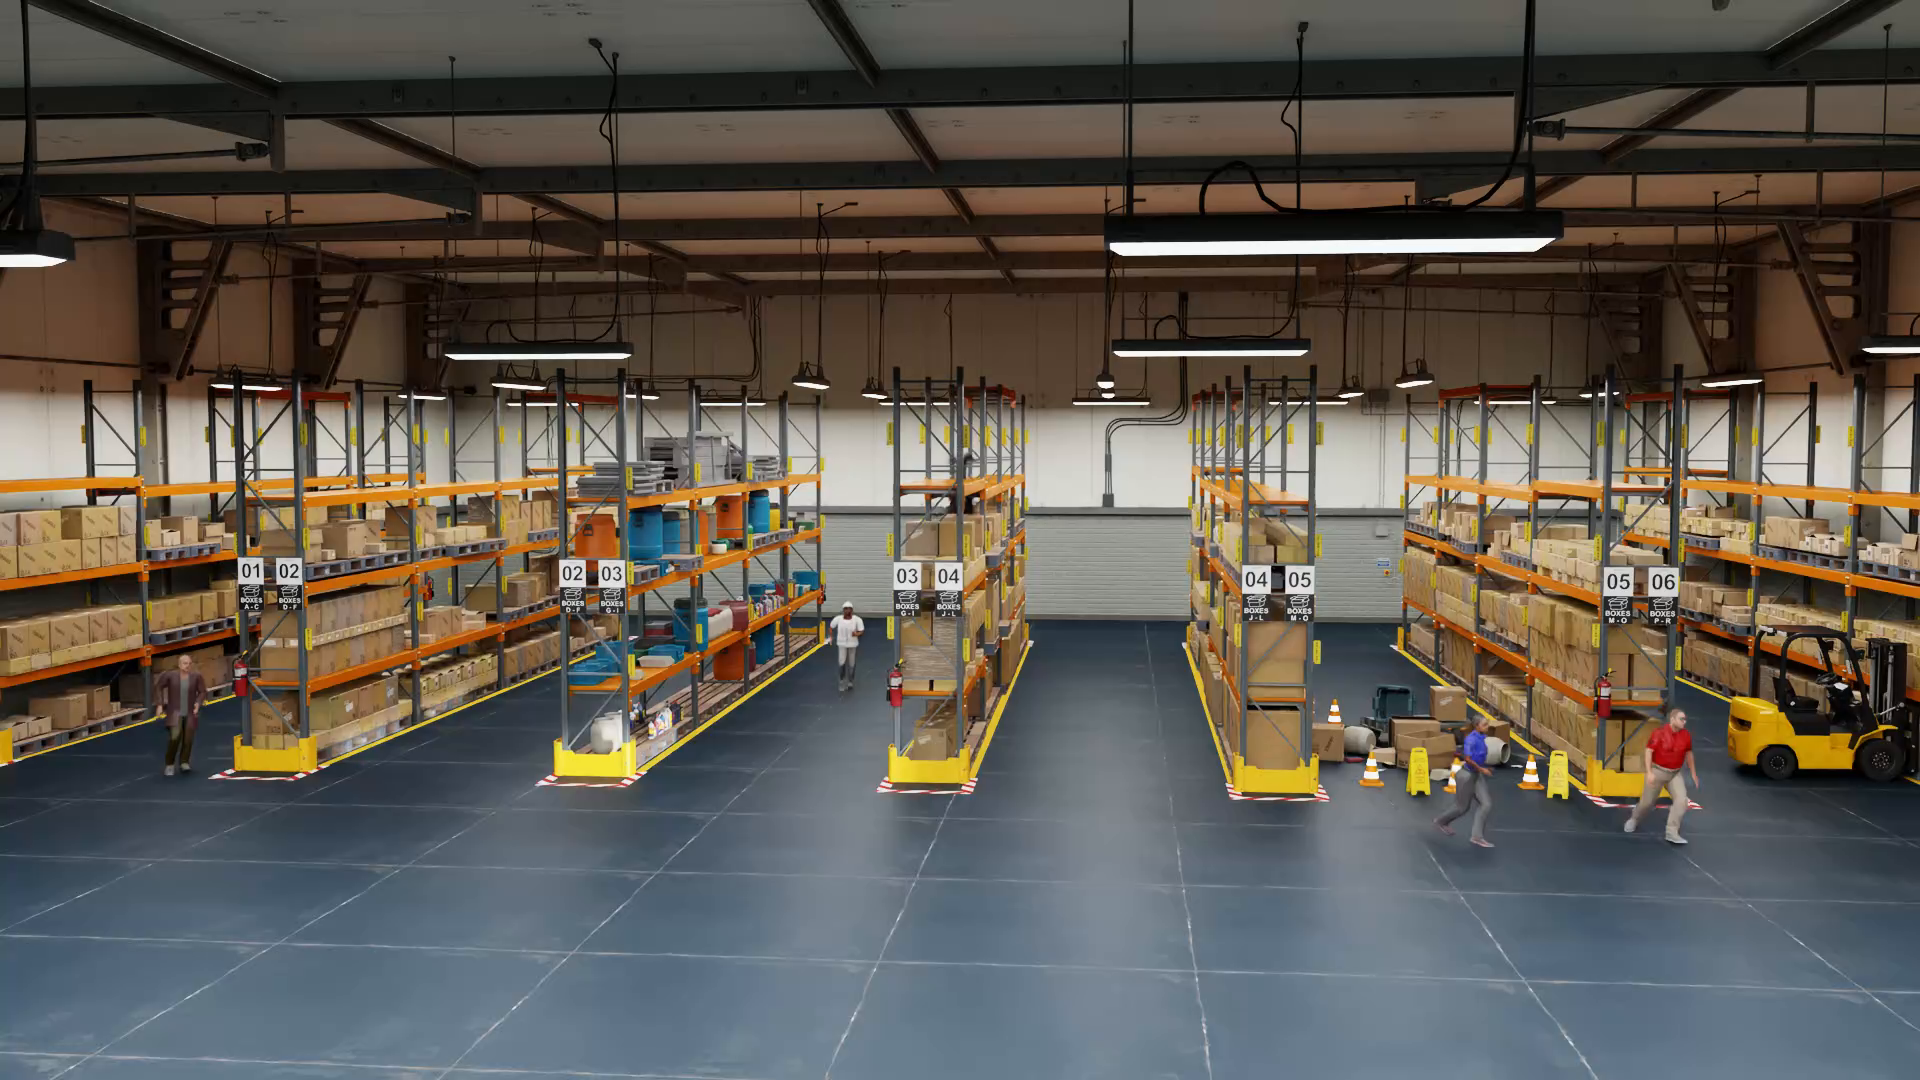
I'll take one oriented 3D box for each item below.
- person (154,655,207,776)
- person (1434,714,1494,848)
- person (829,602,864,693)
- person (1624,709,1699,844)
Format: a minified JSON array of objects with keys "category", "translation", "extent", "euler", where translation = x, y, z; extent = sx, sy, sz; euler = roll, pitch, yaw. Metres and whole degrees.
[{"category":"person","translation":[-11.515,2.615,24.628],"extent":[0.684,1.822,0.742],"euler":[-2,4,-35]},{"category":"person","translation":[6.173,2.921,20.398],"extent":[0.793,1.633,0.549],"euler":[3,5,42]},{"category":"person","translation":[-2.217,2.100,32.583],"extent":[0.689,1.789,0.721],"euler":[0,4,-5]},{"category":"person","translation":[8.747,2.889,20.719],"extent":[0.725,1.656,0.856],"euler":[-1,4,-14]}]
